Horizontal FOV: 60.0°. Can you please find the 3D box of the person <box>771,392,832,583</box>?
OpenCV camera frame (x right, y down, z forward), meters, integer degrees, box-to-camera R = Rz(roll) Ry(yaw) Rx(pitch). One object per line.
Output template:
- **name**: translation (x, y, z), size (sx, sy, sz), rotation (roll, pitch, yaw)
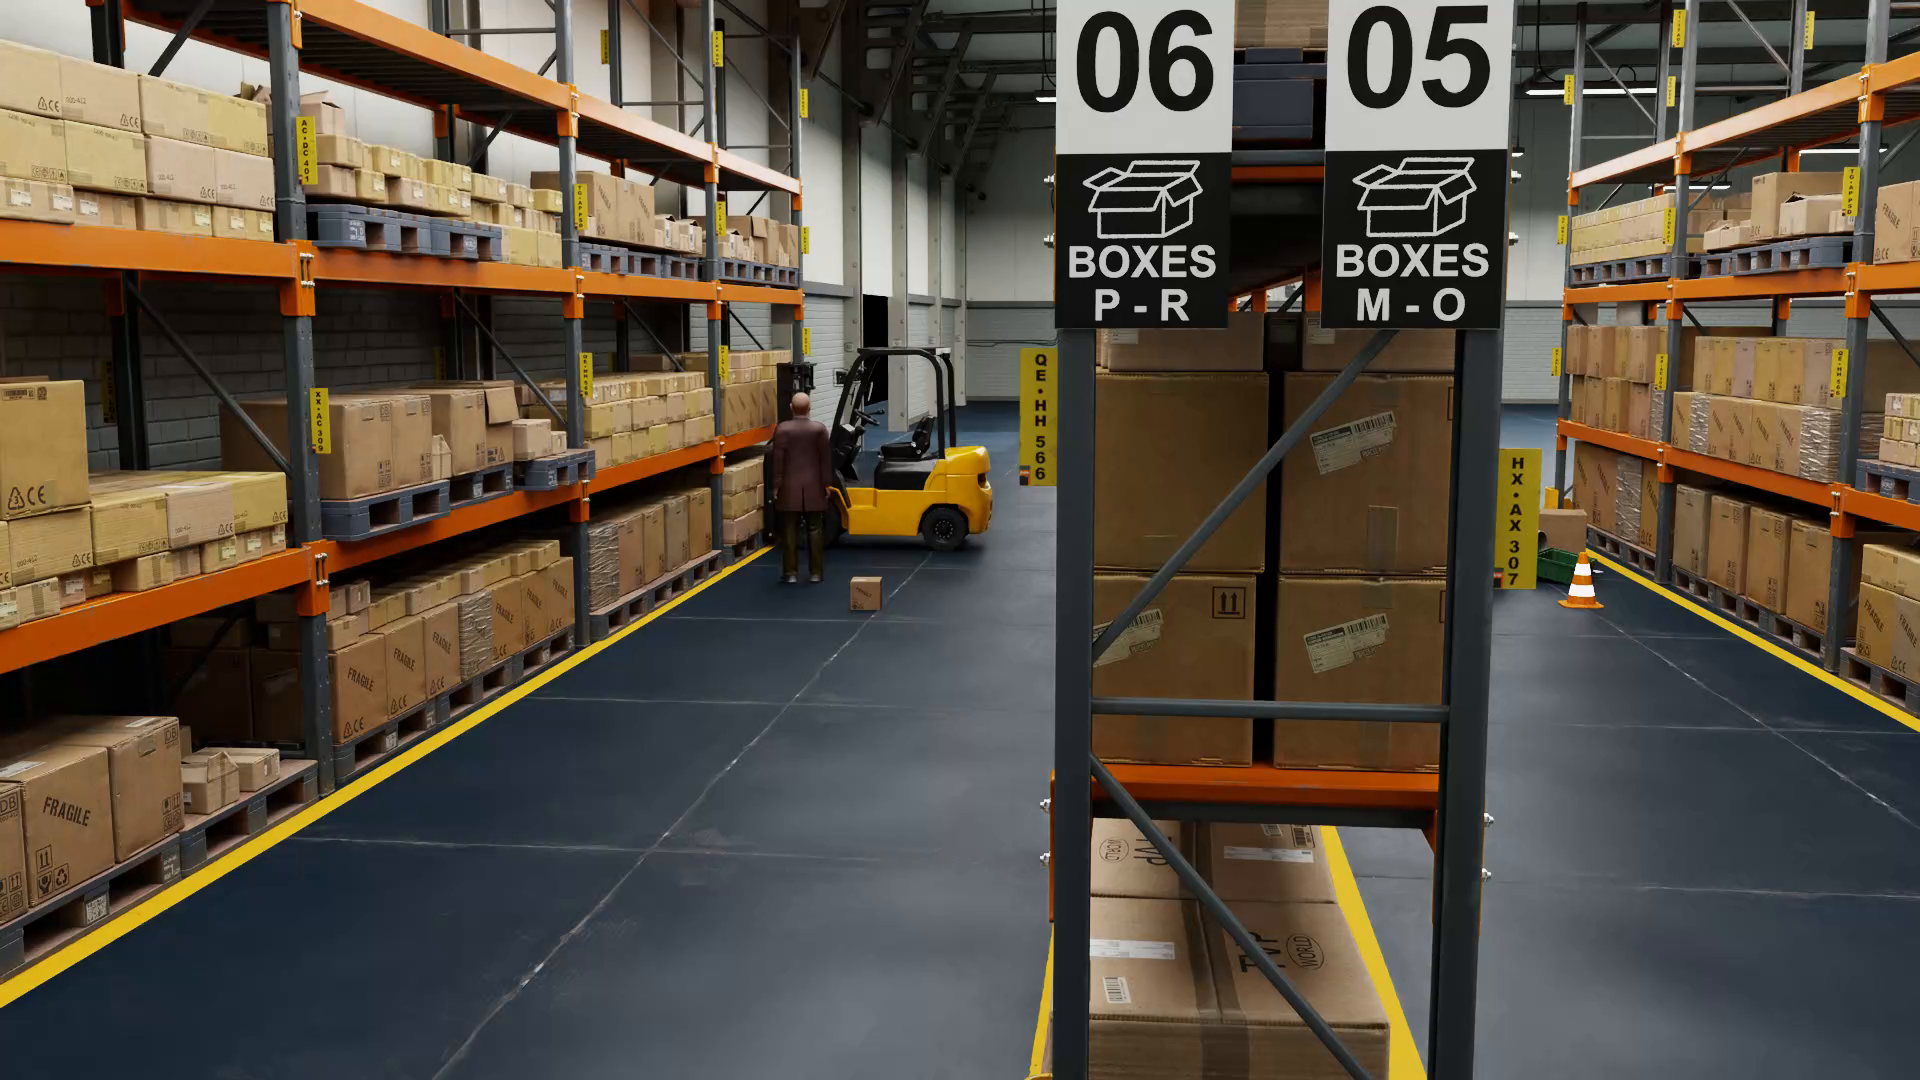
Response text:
- **person**: translation (-1.490, -0.494, 15.605), size (0.566, 1.785, 0.396), rotation (-1, 8, -10)
